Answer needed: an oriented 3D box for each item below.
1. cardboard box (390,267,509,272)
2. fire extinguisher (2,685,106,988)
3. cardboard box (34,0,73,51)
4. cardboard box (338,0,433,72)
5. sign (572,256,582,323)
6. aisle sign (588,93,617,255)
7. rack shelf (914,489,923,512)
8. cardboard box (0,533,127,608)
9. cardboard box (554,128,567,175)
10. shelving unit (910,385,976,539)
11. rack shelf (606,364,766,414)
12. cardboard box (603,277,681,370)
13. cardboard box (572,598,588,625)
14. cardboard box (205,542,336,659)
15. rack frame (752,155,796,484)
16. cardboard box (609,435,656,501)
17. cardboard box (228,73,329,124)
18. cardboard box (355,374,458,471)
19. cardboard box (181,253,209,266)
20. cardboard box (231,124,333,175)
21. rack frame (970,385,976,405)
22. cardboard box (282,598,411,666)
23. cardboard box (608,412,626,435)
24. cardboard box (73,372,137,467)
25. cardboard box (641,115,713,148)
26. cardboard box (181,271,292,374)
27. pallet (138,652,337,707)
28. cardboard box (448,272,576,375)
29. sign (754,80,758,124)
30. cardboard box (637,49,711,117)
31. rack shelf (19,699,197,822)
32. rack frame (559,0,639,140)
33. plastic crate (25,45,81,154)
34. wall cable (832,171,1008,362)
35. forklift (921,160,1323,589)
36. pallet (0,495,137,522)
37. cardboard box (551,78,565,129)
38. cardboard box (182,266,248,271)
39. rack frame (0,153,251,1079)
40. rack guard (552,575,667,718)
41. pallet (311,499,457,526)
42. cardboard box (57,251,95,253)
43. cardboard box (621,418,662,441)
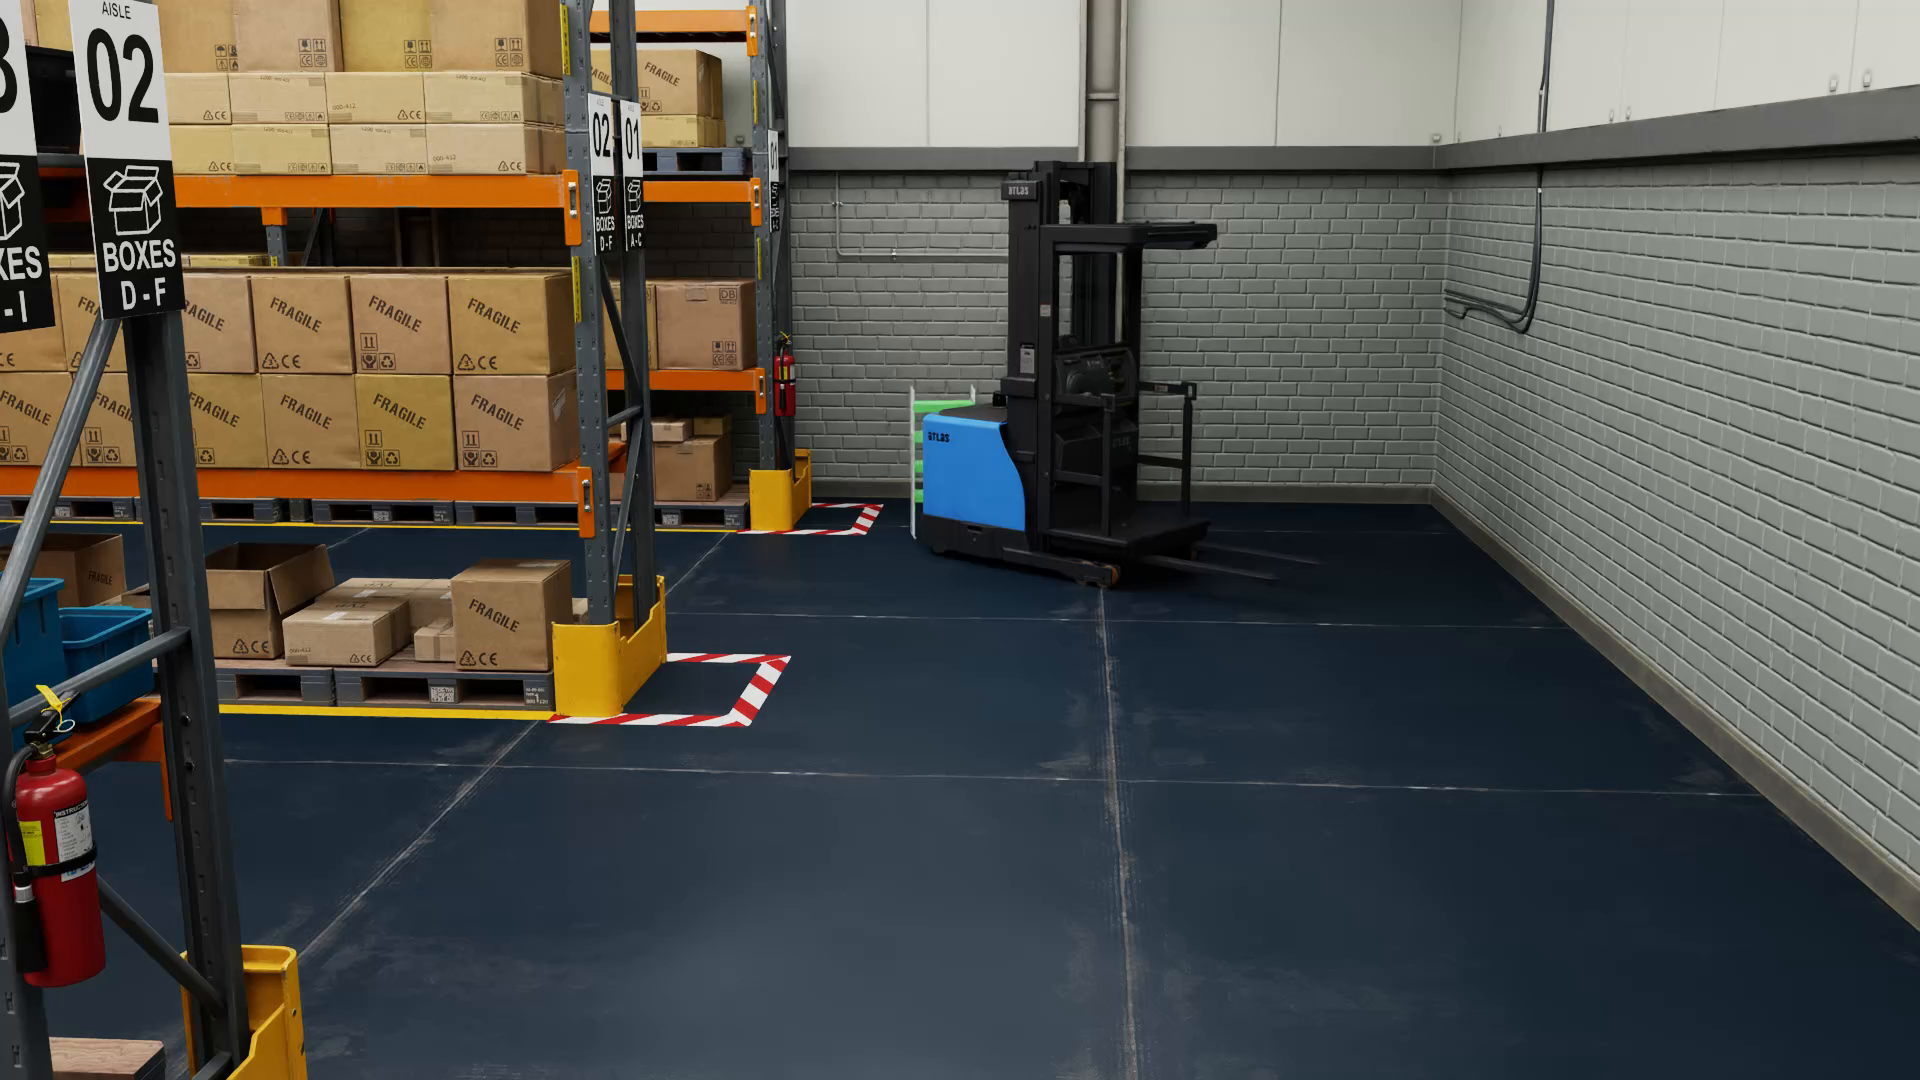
[{"bbox_3d":[-2.815,-1.254,9.250,0.500,0.500,0.500,1,12,4],"label":"cardboard box"},{"bbox_3d":[-2.083,0.677,3.804,0.183,0.674,0.296,1,12,4],"label":"fire extinguisher"},{"bbox_3d":[-4.383,-2.671,8.698,0.500,0.500,0.700,1,12,4],"label":"cardboard box"},{"bbox_3d":[-2.875,-2.684,8.762,0.500,0.500,0.700,1,12,4],"label":"cardboard box"},{"bbox_3d":[-1.925,-1.258,8.357,0.005,0.325,0.100,1,12,4],"label":"sign"},{"bbox_3d":[-1.820,-1.859,8.479,0.004,0.787,0.394,1,12,4],"label":"aisle sign"},{"bbox_3d":[-0.138,-0.329,13.392,0.480,0.148,0.258,-1,12,-6],"label":"rack shelf"},{"bbox_3d":[-5.272,0.253,9.761,0.500,0.500,0.500,1,12,4],"label":"cardboard box"},{"bbox_3d":[-2.364,-2.104,9.039,0.500,0.250,0.500,1,12,4],"label":"cardboard box"},{"bbox_3d":[-0.138,-0.626,13.330,0.503,1.200,0.258,-1,12,-6],"label":"shelving unit"},{"bbox_3d":[-3.536,-1.337,14.091,4.000,0.370,1.077,1,12,4],"label":"rack shelf"},{"bbox_3d":[-2.777,-1.821,13.917,0.700,0.700,0.980,1,12,3],"label":"cardboard box"},{"bbox_3d":[-2.263,0.454,9.659,0.250,0.149,0.380,1,12,4],"label":"cardboard box"},{"bbox_3d":[-3.984,0.327,9.403,0.637,0.503,0.797,1,12,4],"label":"cardboard box"},{"bbox_3d":[-1.541,-1.662,13.887,0.127,3.000,1.000,1,12,4],"label":"rack frame"},{"bbox_3d":[-2.745,-0.640,14.081,0.500,0.500,0.700,1,12,4],"label":"cardboard box"},{"bbox_3d":[-3.395,-2.259,8.559,0.500,0.250,0.500,1,12,4],"label":"cardboard box"},{"bbox_3d":[-2.851,-0.656,8.833,0.500,0.500,0.500,1,12,4],"label":"cardboard box"},{"bbox_3d":[-6.524,-2.251,13.853,0.500,0.250,0.500,1,12,5],"label":"cardboard box"},{"bbox_3d":[-3.396,-2.011,8.597,0.500,0.250,0.500,1,12,4],"label":"cardboard box"},{"bbox_3d":[0.104,-0.631,13.356,0.015,1.200,0.240,-1,12,-6],"label":"rack frame"},{"bbox_3d":[-3.373,0.504,9.172,0.500,0.250,0.500,1,12,4],"label":"cardboard box"},{"bbox_3d":[-2.863,-1.000,14.218,0.250,0.149,0.380,1,12,4],"label":"cardboard box"},{"bbox_3d":[-4.359,-0.677,8.935,0.500,0.500,0.500,1,12,3],"label":"cardboard box"},{"bbox_3d":[-2.289,-3.267,13.331,0.500,0.250,0.500,1,12,5],"label":"cardboard box"},{"bbox_3d":[-3.865,-1.158,8.792,0.500,0.500,0.500,1,12,6],"label":"cardboard box"},{"bbox_3d":[-3.953,0.686,9.473,1.213,0.211,1.003,1,12,4],"label":"pallet"},{"bbox_3d":[-2.331,-1.138,8.697,0.500,0.500,0.500,1,12,3],"label":"cardboard box"},{"bbox_3d":[-1.591,-3.414,12.968,0.005,0.325,0.100,1,12,4],"label":"sign"},{"bbox_3d":[-2.289,-3.633,13.247,0.500,0.500,0.500,1,12,4],"label":"cardboard box"},{"bbox_3d":[-4.198,0.687,4.416,4.000,0.370,1.077,1,12,4],"label":"rack shelf"},{"bbox_3d":[-1.868,-3.586,8.435,0.127,3.000,1.000,1,12,4],"label":"rack frame"},{"bbox_3d":[-2.568,-1.104,4.215,0.590,0.269,0.497,1,12,4],"label":"plastic crate"},{"bbox_3d":[-0.200,-2.335,14.623,1.851,1.984,0.084,1,12,4],"label":"wall cable"},{"bbox_3d":[1.144,-1.214,11.913,3.031,2.935,1.130,10,16,40],"label":"forklift"},{"bbox_3d":[-7.527,-0.363,14.488,1.213,0.211,1.003,1,12,4],"label":"pallet"},{"bbox_3d":[-2.363,-2.350,8.994,0.500,0.250,0.500,1,12,4],"label":"cardboard box"},{"bbox_3d":[-4.323,-1.276,9.354,0.500,0.500,0.500,1,12,4],"label":"cardboard box"},{"bbox_3d":[-2.203,0.362,4.211,0.127,3.000,1.000,1,12,4],"label":"rack frame"},{"bbox_3d":[-1.944,0.573,9.310,0.348,0.500,1.175,1,12,4],"label":"rack guard"},{"bbox_3d":[-4.778,-0.325,14.308,1.213,0.211,1.003,1,12,4],"label":"pallet"},{"bbox_3d":[-7.517,-2.367,14.407,0.500,0.250,0.500,1,12,2],"label":"cardboard box"},{"bbox_3d":[-2.641,-0.918,13.828,0.250,0.149,0.380,1,12,5],"label":"cardboard box"}]
